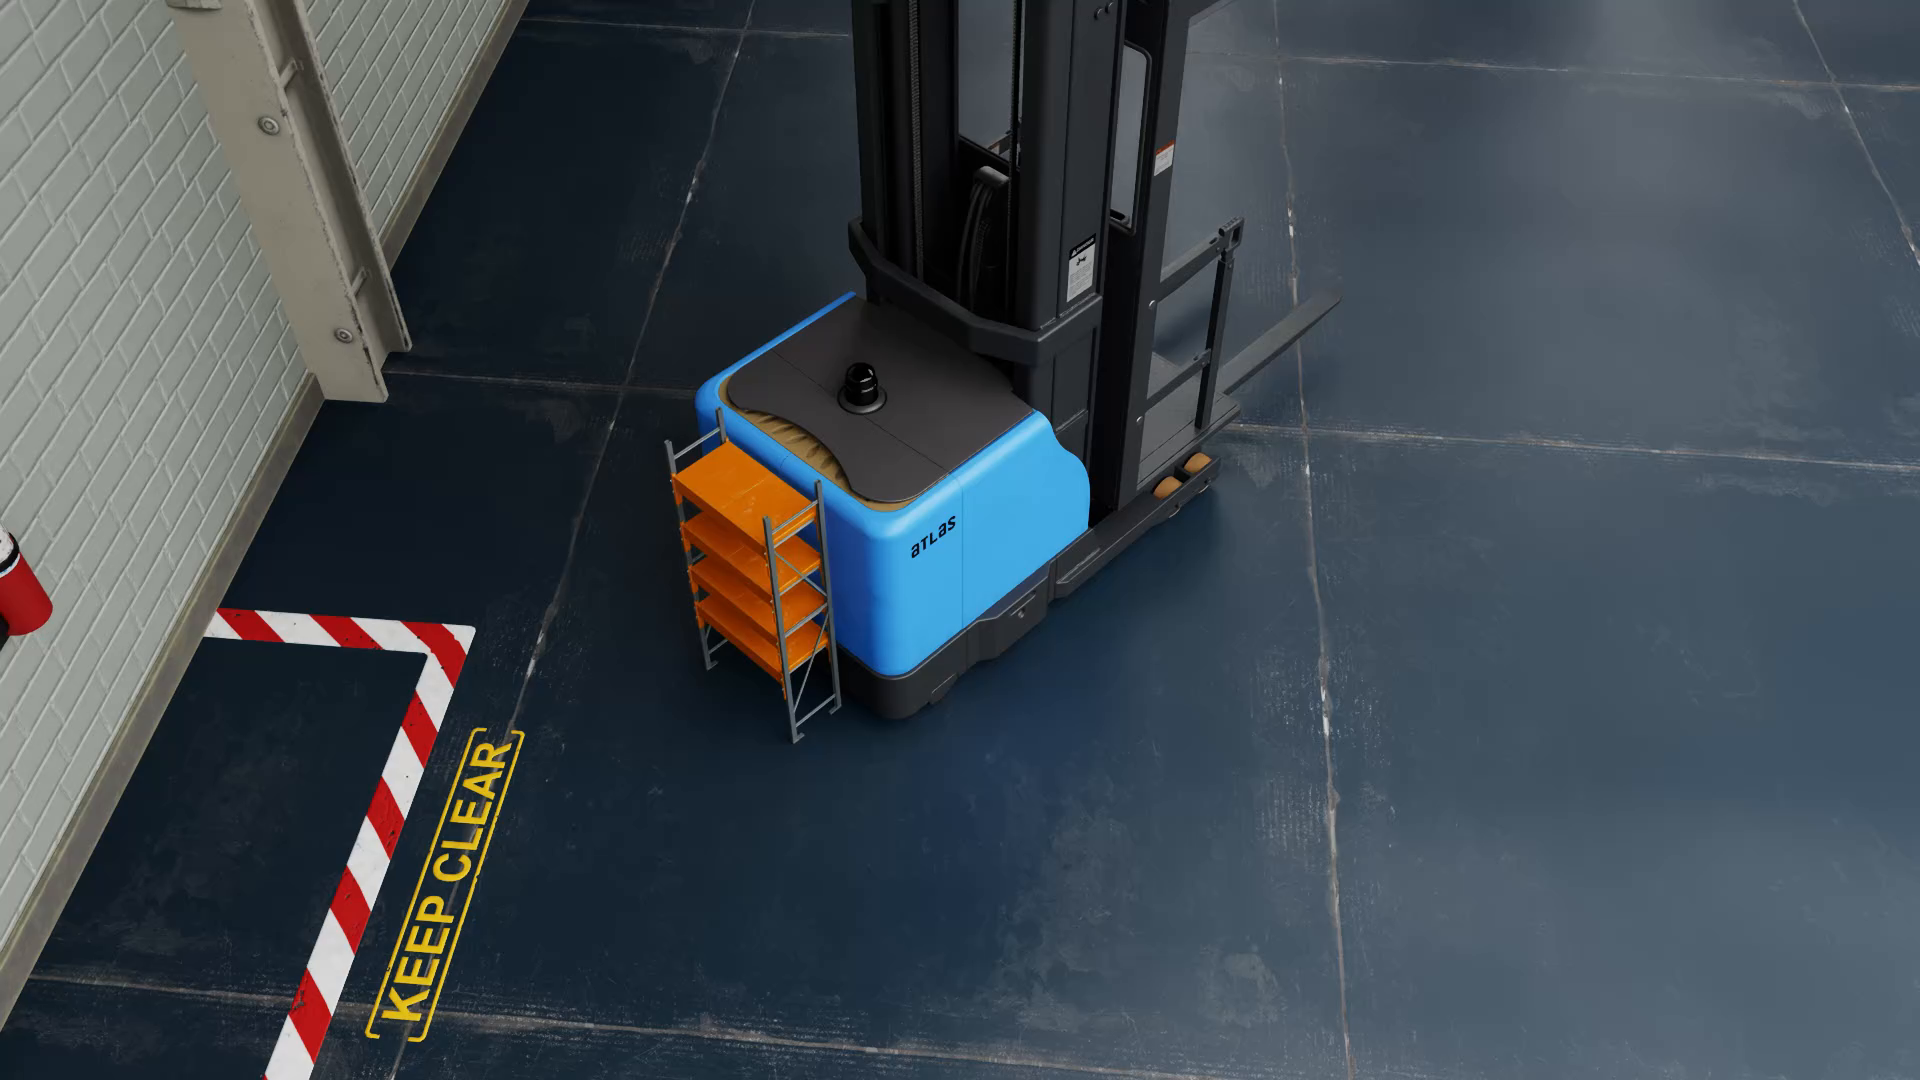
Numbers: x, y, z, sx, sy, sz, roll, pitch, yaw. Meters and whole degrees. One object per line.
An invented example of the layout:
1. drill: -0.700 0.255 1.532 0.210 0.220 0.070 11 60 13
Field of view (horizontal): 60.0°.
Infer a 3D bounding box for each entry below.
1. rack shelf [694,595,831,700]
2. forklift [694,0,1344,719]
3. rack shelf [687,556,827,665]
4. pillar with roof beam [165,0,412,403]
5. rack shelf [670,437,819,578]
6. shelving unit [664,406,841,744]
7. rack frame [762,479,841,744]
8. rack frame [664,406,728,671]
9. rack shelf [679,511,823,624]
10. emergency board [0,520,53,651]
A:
1. rack shelf: -0.707 0.330 6.021 0.480 0.148 0.258 36 57 28
2. forklift: 0.439 -1.323 6.000 1.130 2.935 3.031 36 57 28
3. rack shelf: -0.707 0.196 5.875 0.480 0.148 0.258 36 57 28
4. pillar with roof beam: 1.616 -3.509 3.887 9.100 9.000 0.400 4 48 4
5. rack shelf: -0.707 -0.115 5.535 0.480 0.148 0.258 36 57 28
6. shelving unit: -0.707 0.150 5.825 0.503 1.200 0.258 36 57 28
7. rack frame: -0.531 0.276 5.711 0.015 1.200 0.240 36 57 28
8. rack frame: -0.882 0.025 5.940 0.015 1.200 0.240 36 57 28
9. rack shelf: -0.707 0.045 5.710 0.480 0.148 0.258 36 57 28
10. emergency board: -2.934 0.039 4.707 0.194 1.169 0.643 4 48 4
